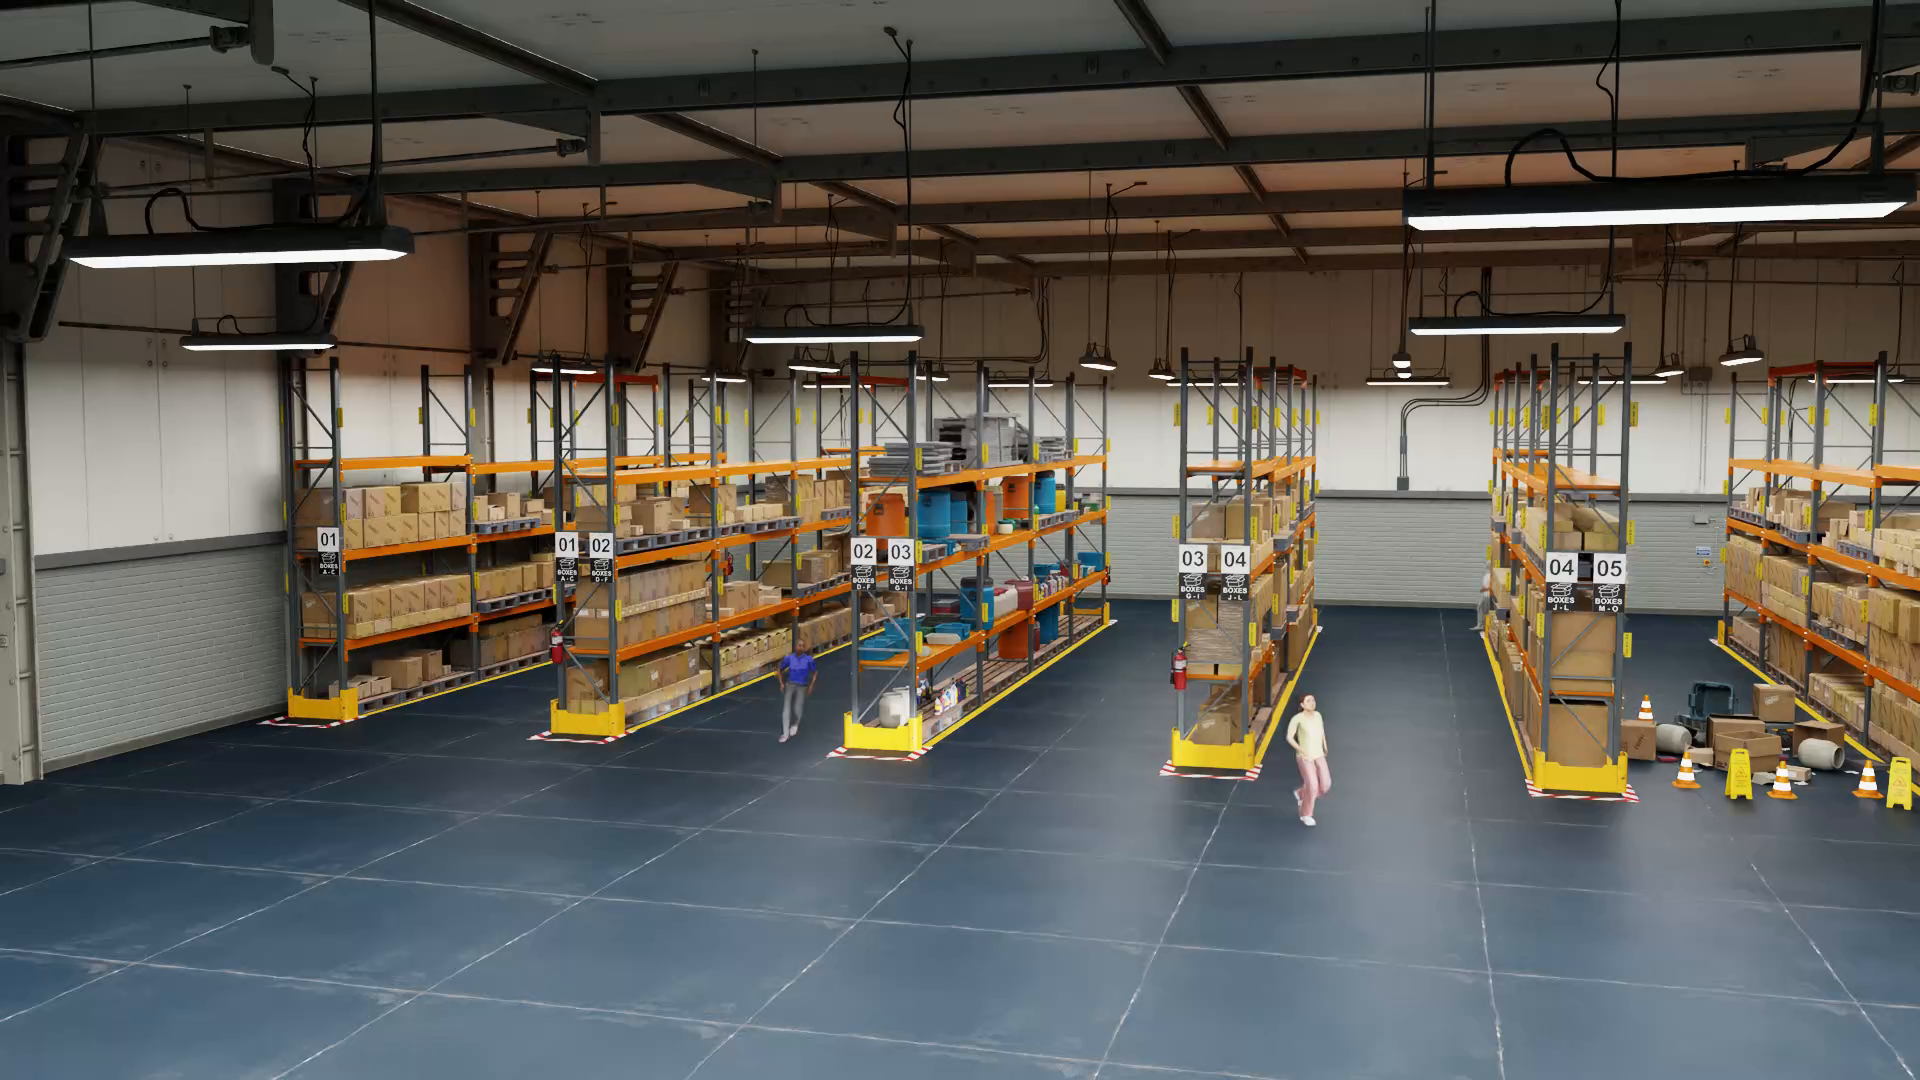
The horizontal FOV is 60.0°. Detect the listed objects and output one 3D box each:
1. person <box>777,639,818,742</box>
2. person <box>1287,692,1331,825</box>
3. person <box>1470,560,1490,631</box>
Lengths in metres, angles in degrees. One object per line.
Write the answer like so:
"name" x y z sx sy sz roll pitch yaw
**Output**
"person" -2.523 2.327 25.726 0.632 1.601 0.501 0 4 -1
"person" 4.314 2.696 20.537 0.584 1.616 0.535 -2 5 -25
"person" 12.387 1.292 38.779 0.869 1.734 0.747 0 4 6
